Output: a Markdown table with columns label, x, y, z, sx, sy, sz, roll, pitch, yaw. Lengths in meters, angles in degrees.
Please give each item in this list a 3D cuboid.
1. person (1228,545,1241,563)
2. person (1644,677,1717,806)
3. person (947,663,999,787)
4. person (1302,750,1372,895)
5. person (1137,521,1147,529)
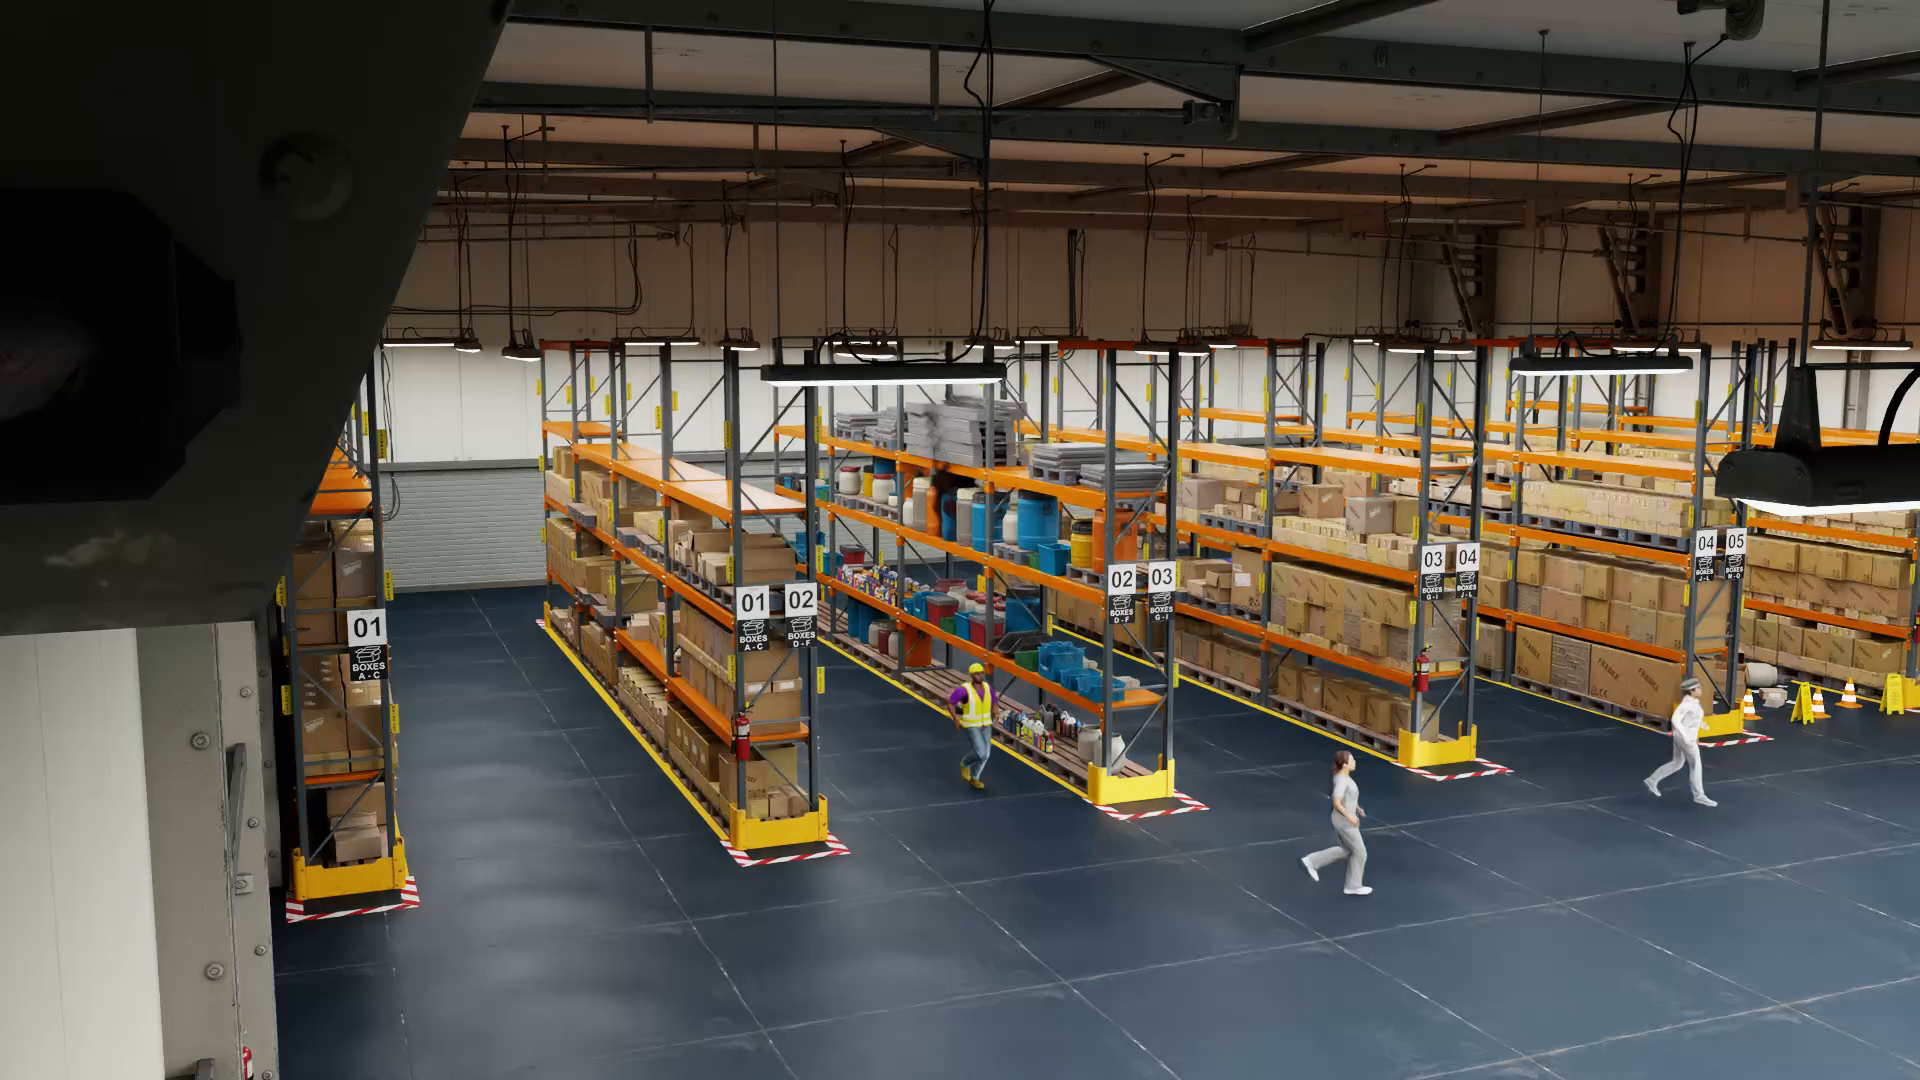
| label | x | y | z | sx | sy | sz | roll | pitch | yaw |
| --- | --- | --- | --- | --- | --- | --- | --- | --- | --- |
| person | 5.935 | 0.939 | 35.307 | 0.583 | 1.684 | 0.867 | -2 | 8 | -17 |
| person | 9.540 | 2.623 | 21.919 | 0.882 | 1.691 | 0.611 | 3 | 8 | 19 |
| person | 0.254 | 2.537 | 22.667 | 0.706 | 1.719 | 0.575 | -5 | 9 | -32 |
| person | 4.203 | 3.127 | 18.453 | 0.770 | 1.632 | 0.600 | 1 | 7 | 7 |
| person | 4.431 | 0.196 | 40.578 | 0.703 | 1.741 | 0.631 | 4 | 8 | 27 |
